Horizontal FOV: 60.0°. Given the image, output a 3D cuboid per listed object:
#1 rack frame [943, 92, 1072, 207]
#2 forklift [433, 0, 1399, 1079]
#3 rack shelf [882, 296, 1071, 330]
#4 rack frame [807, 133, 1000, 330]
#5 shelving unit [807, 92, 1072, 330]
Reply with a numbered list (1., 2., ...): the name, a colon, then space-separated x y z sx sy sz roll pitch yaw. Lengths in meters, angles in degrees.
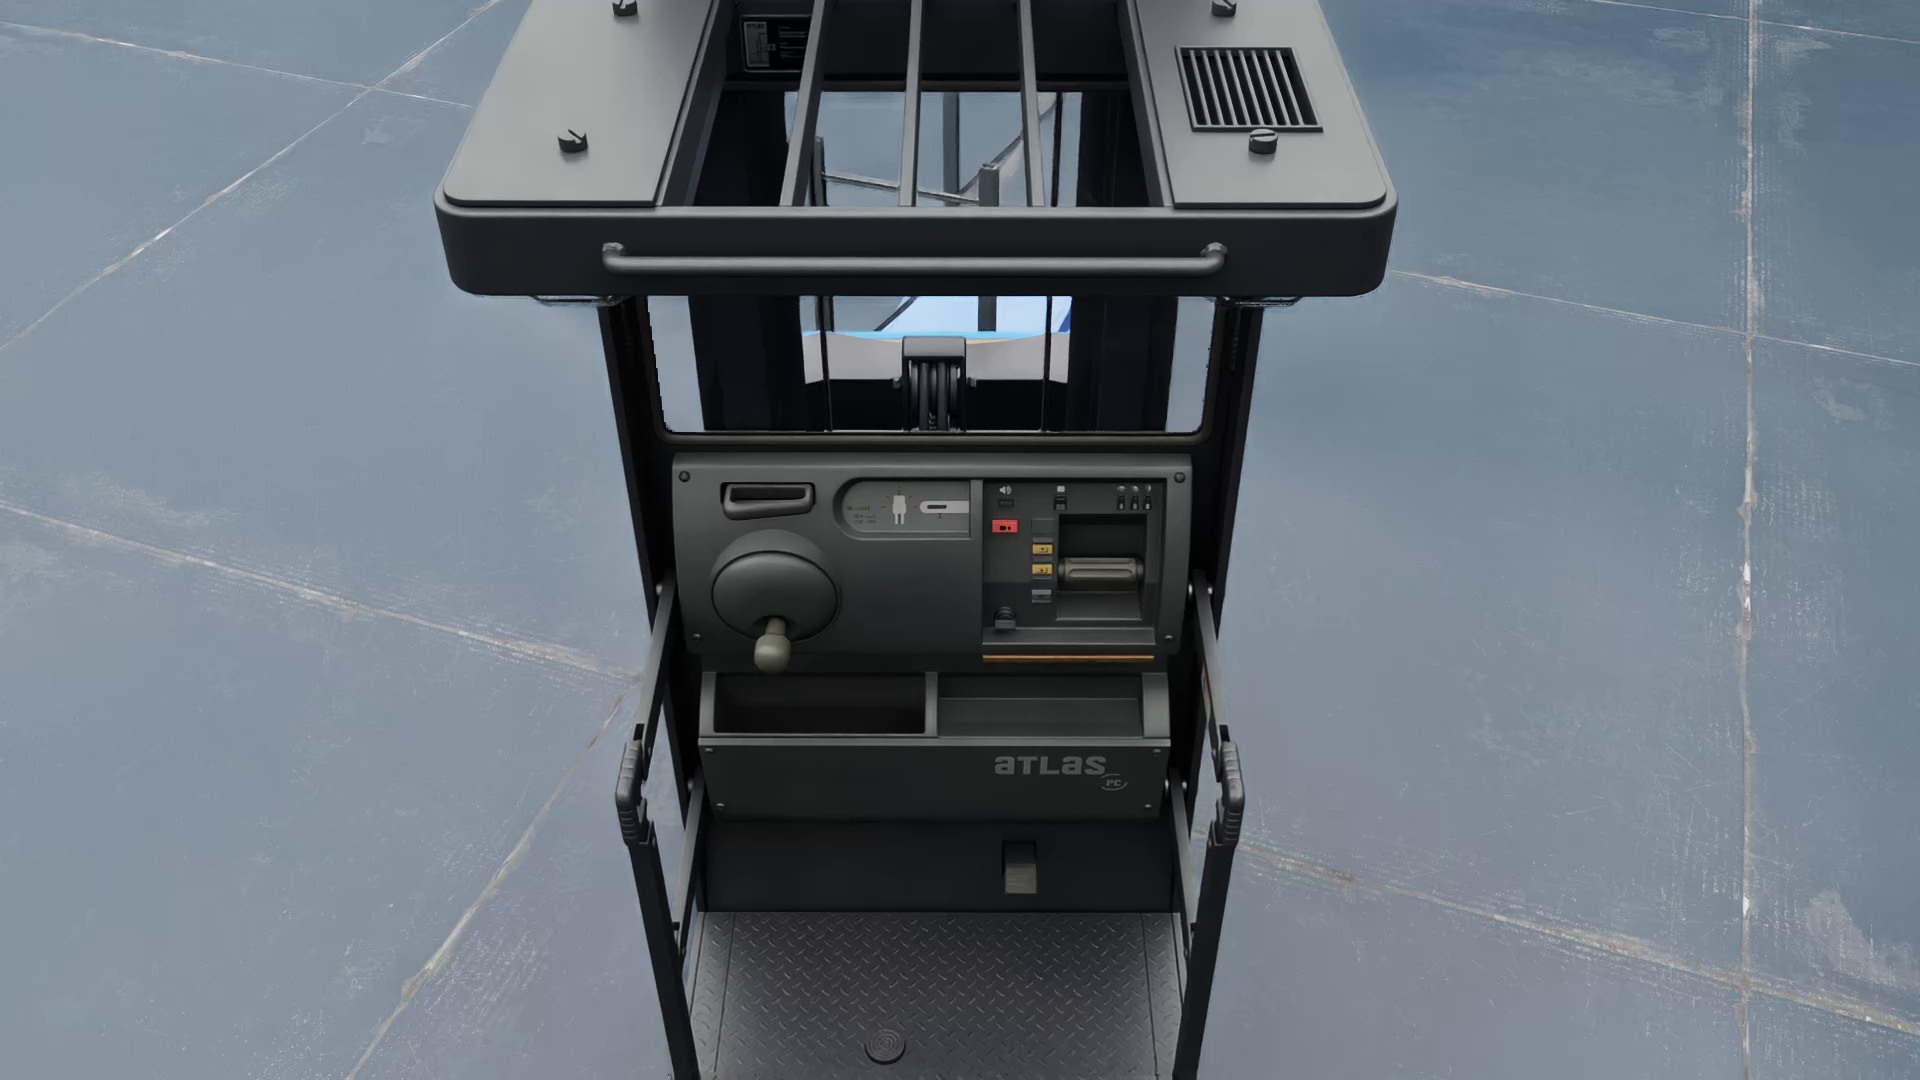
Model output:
1. rack frame: 0.188 -1.004 5.271 0.500 1.500 0.032 13 42 14
2. forklift: -0.049 0.121 2.849 1.130 2.935 3.031 0 40 0
3. rack shelf: 0.021 -0.555 5.022 0.538 0.185 1.000 13 42 14
4. rack frame: -0.146 -0.381 4.540 0.500 1.500 0.032 13 42 14
5. shelving unit: 0.021 -0.692 4.906 0.538 1.500 1.048 13 42 14
